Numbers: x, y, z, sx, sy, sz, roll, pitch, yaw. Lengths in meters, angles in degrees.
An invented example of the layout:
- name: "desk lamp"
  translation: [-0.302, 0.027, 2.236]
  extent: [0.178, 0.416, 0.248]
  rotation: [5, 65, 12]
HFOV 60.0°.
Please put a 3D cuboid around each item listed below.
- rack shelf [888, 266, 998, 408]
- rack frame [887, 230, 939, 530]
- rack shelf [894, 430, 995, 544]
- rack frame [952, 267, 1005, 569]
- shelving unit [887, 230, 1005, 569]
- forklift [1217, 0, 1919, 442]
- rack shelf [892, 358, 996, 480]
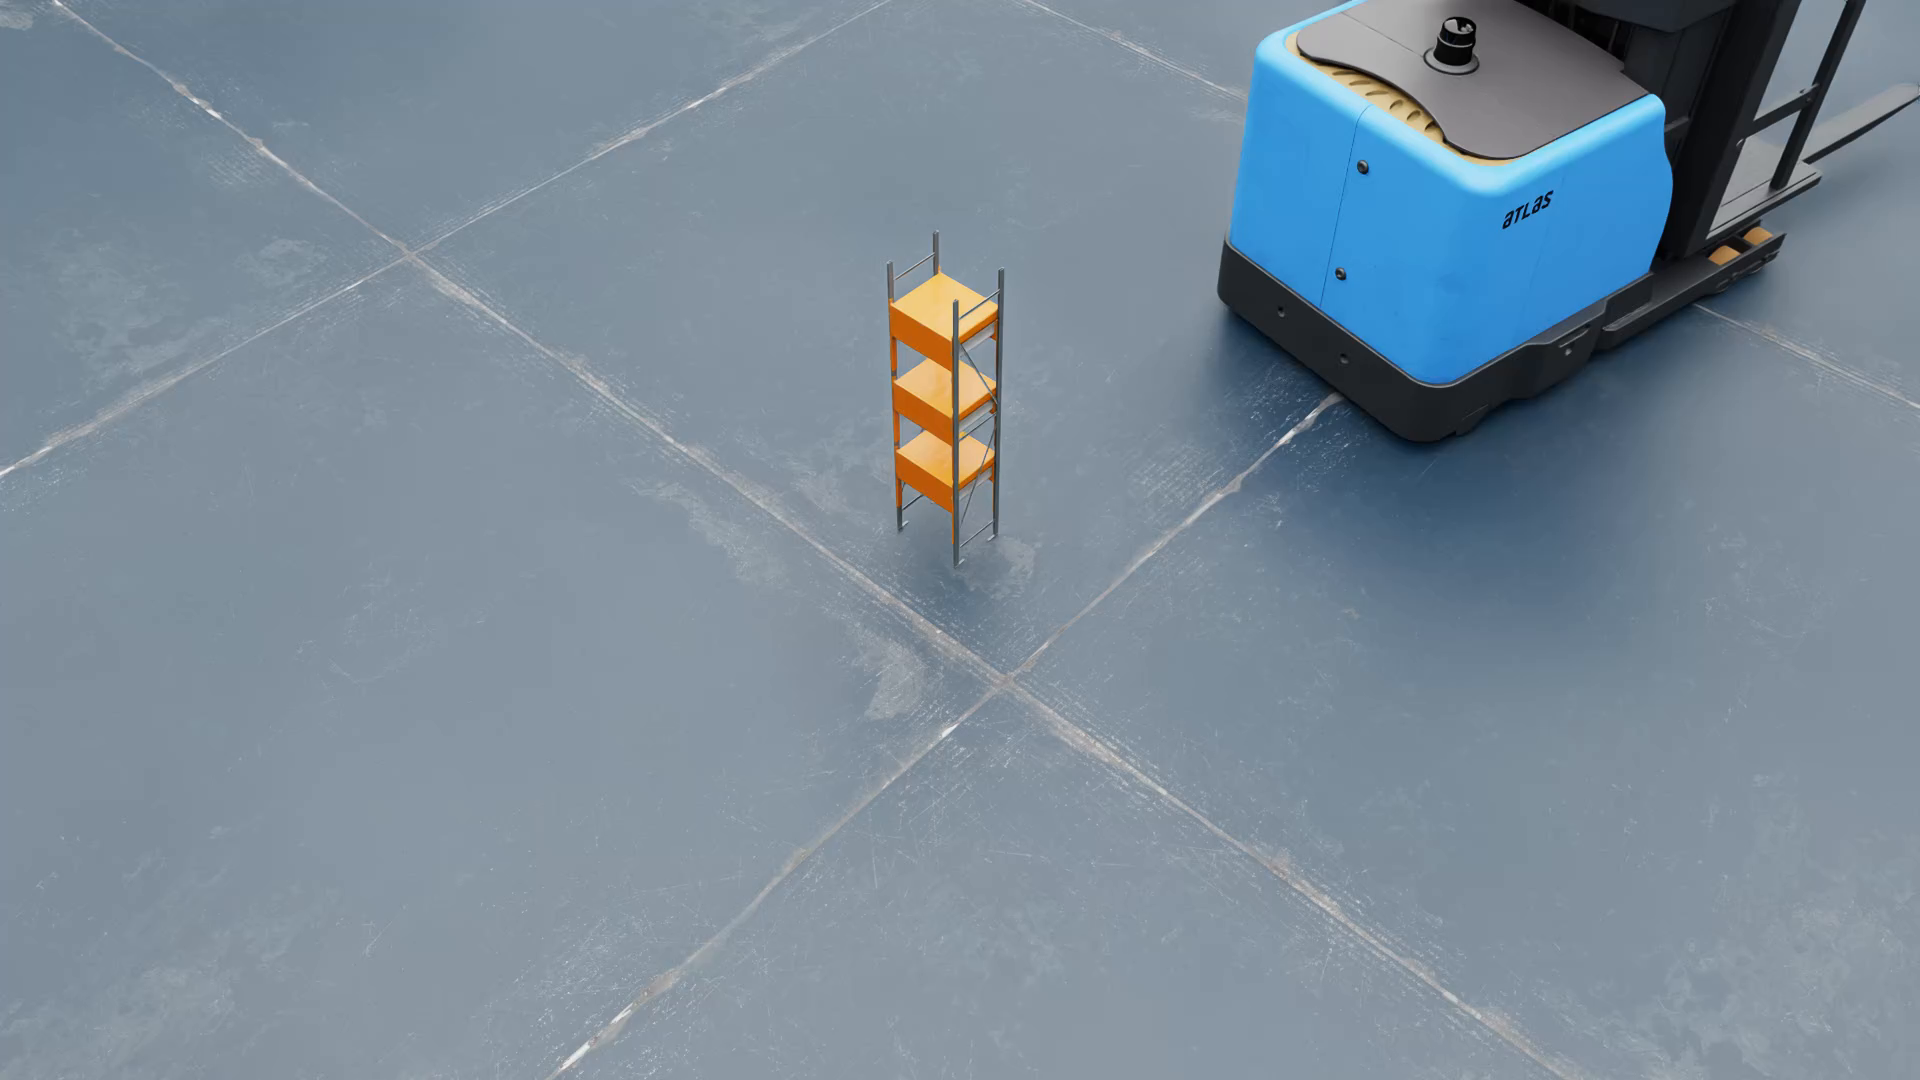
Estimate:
- name: "rack shelf"
  translation: [-0.039, -0.573, 4.693]
  extent: [0.240, 0.259, 0.215]
  rotation: [34, 55, 28]
- name: "rack frame"
  translation: [-0.129, -0.446, 4.949]
  extent: [0.008, 1.050, 0.200]
  rotation: [34, 55, 28]
- name: "rack shelf"
  translation: [-0.039, -0.188, 5.102]
  extent: [0.240, 0.259, 0.215]
  rotation: [34, 55, 28]
- name: "rack frame"
  translation: [0.050, -0.325, 4.835]
  extent: [0.008, 1.050, 0.200]
  rotation: [34, 55, 28]
- name: "shelving unit"
  translation: [-0.039, -0.386, 4.892]
  extent: [0.252, 1.050, 0.215]
  rotation: [34, 55, 28]
- name: "forklift"
  translation: [2.419, -2.199, 5.304]
  extent: [3.031, 2.935, 1.130]
  rotation: [-28, 53, -24]
- name: "rack shelf"
  translation: [-0.039, -0.379, 4.900]
  extent: [0.240, 0.259, 0.215]
  rotation: [34, 55, 28]
